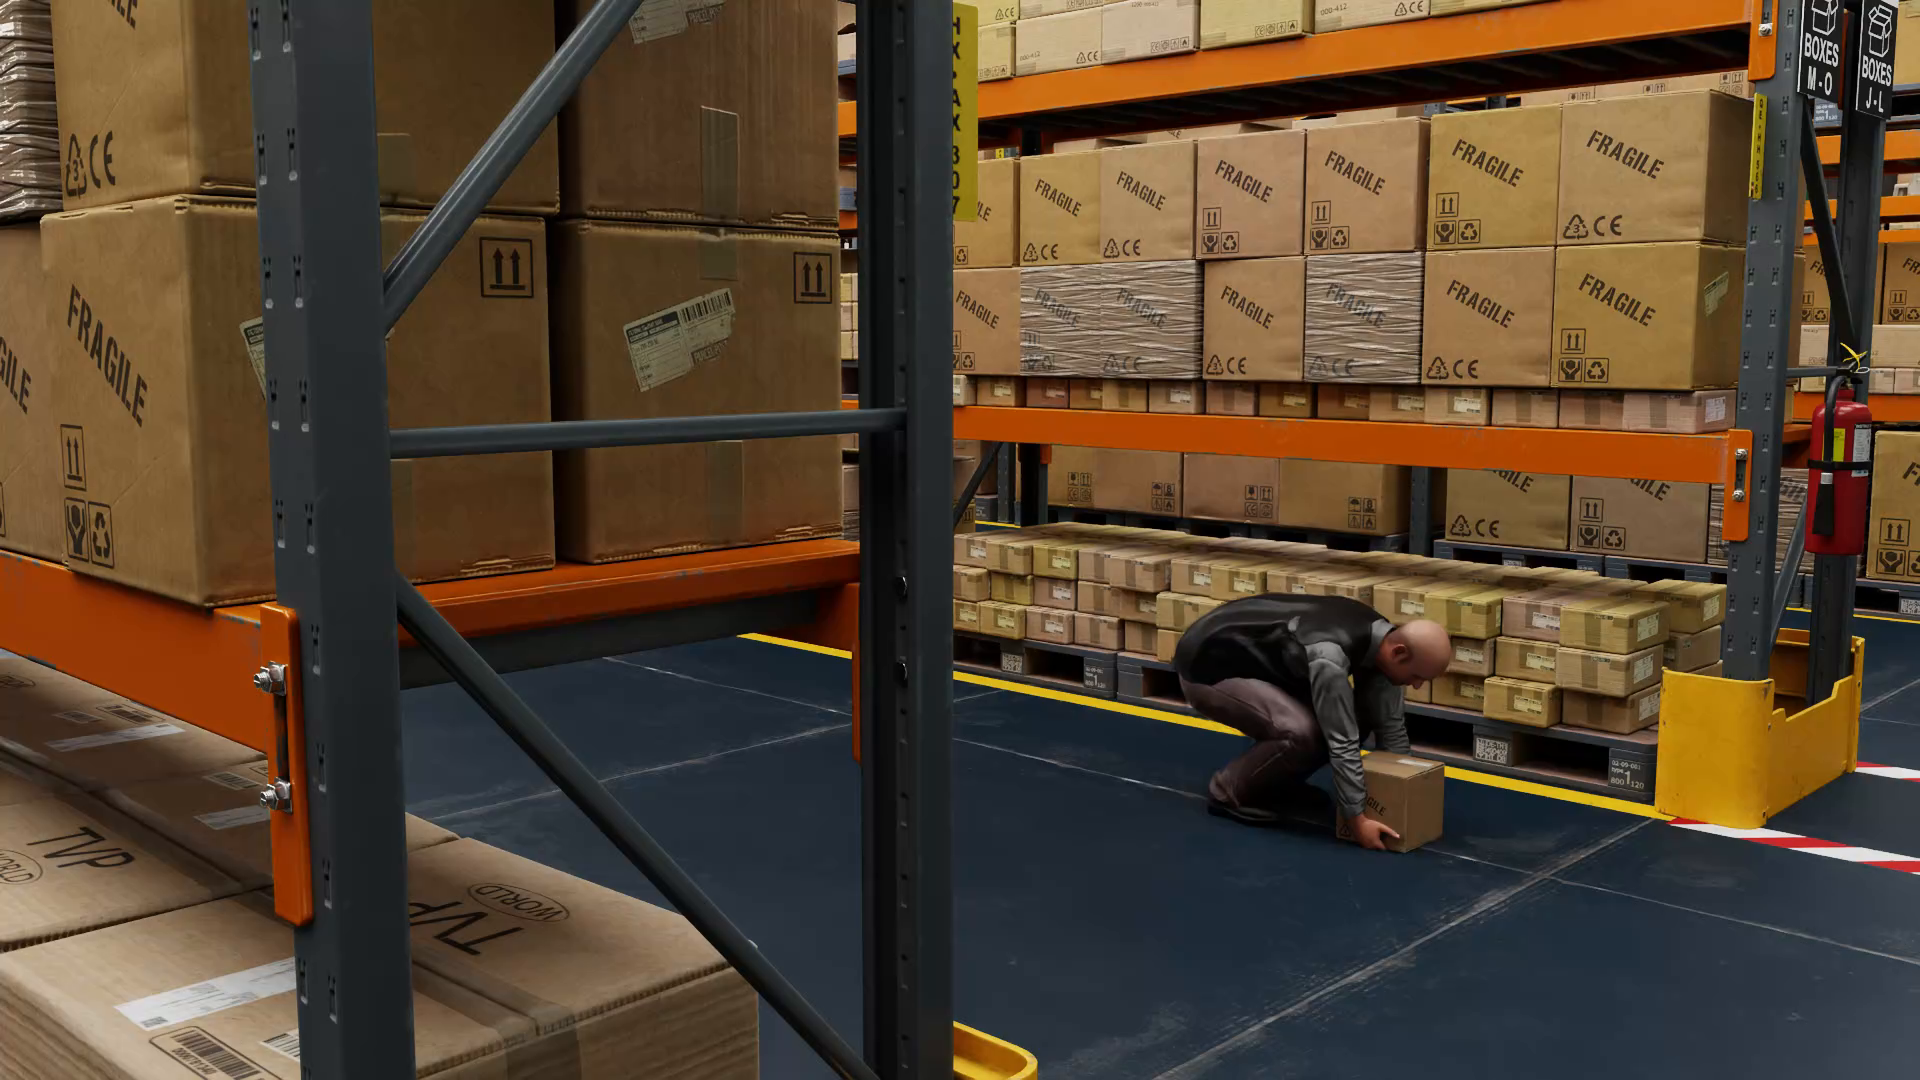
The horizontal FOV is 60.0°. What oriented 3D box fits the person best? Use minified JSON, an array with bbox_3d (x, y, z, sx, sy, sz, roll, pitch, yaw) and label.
[{"bbox_3d":[1.188,0.568,5.624,0.948,0.809,0.507,6,9,41],"label":"person"}]
